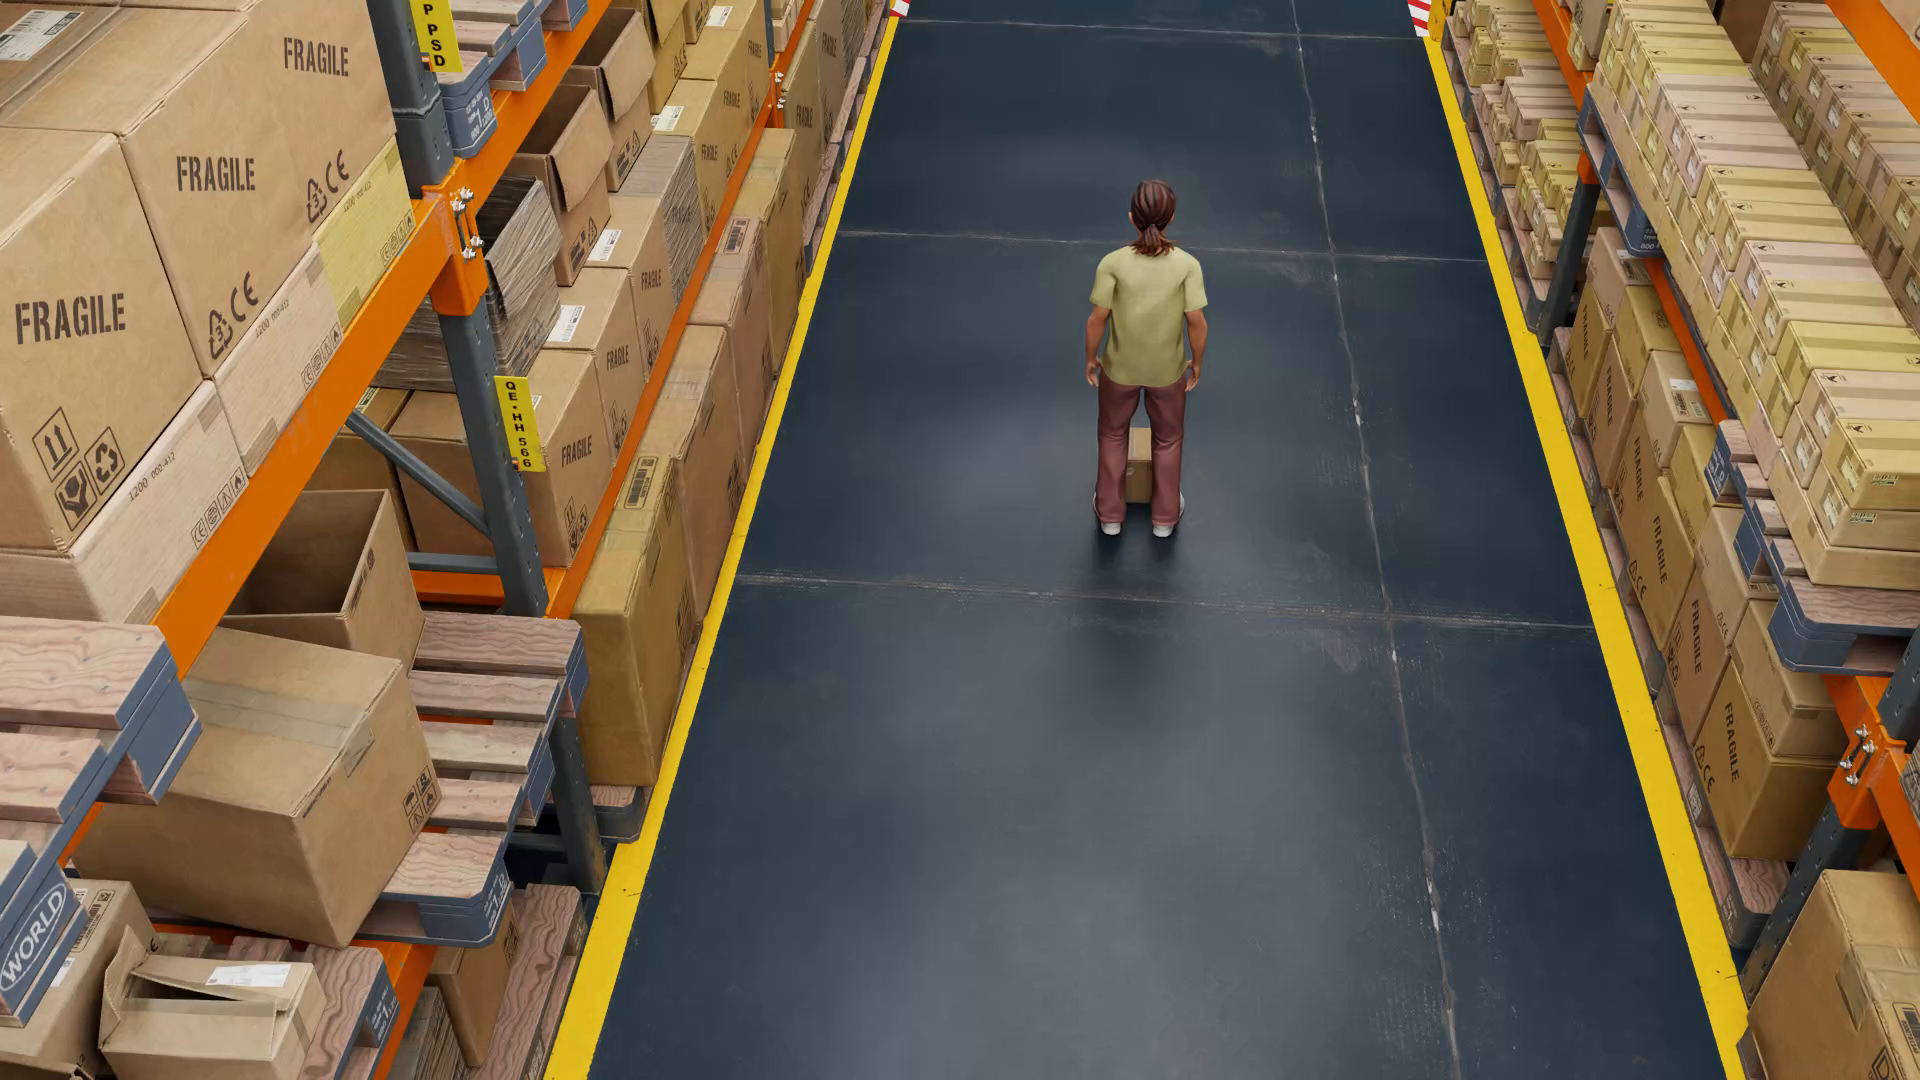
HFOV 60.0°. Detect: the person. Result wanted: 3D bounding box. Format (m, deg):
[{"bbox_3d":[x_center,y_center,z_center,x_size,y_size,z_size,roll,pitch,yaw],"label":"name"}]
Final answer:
[{"bbox_3d":[0.773,-0.731,7.022,0.499,1.673,0.354,3,40,4],"label":"person"}]
